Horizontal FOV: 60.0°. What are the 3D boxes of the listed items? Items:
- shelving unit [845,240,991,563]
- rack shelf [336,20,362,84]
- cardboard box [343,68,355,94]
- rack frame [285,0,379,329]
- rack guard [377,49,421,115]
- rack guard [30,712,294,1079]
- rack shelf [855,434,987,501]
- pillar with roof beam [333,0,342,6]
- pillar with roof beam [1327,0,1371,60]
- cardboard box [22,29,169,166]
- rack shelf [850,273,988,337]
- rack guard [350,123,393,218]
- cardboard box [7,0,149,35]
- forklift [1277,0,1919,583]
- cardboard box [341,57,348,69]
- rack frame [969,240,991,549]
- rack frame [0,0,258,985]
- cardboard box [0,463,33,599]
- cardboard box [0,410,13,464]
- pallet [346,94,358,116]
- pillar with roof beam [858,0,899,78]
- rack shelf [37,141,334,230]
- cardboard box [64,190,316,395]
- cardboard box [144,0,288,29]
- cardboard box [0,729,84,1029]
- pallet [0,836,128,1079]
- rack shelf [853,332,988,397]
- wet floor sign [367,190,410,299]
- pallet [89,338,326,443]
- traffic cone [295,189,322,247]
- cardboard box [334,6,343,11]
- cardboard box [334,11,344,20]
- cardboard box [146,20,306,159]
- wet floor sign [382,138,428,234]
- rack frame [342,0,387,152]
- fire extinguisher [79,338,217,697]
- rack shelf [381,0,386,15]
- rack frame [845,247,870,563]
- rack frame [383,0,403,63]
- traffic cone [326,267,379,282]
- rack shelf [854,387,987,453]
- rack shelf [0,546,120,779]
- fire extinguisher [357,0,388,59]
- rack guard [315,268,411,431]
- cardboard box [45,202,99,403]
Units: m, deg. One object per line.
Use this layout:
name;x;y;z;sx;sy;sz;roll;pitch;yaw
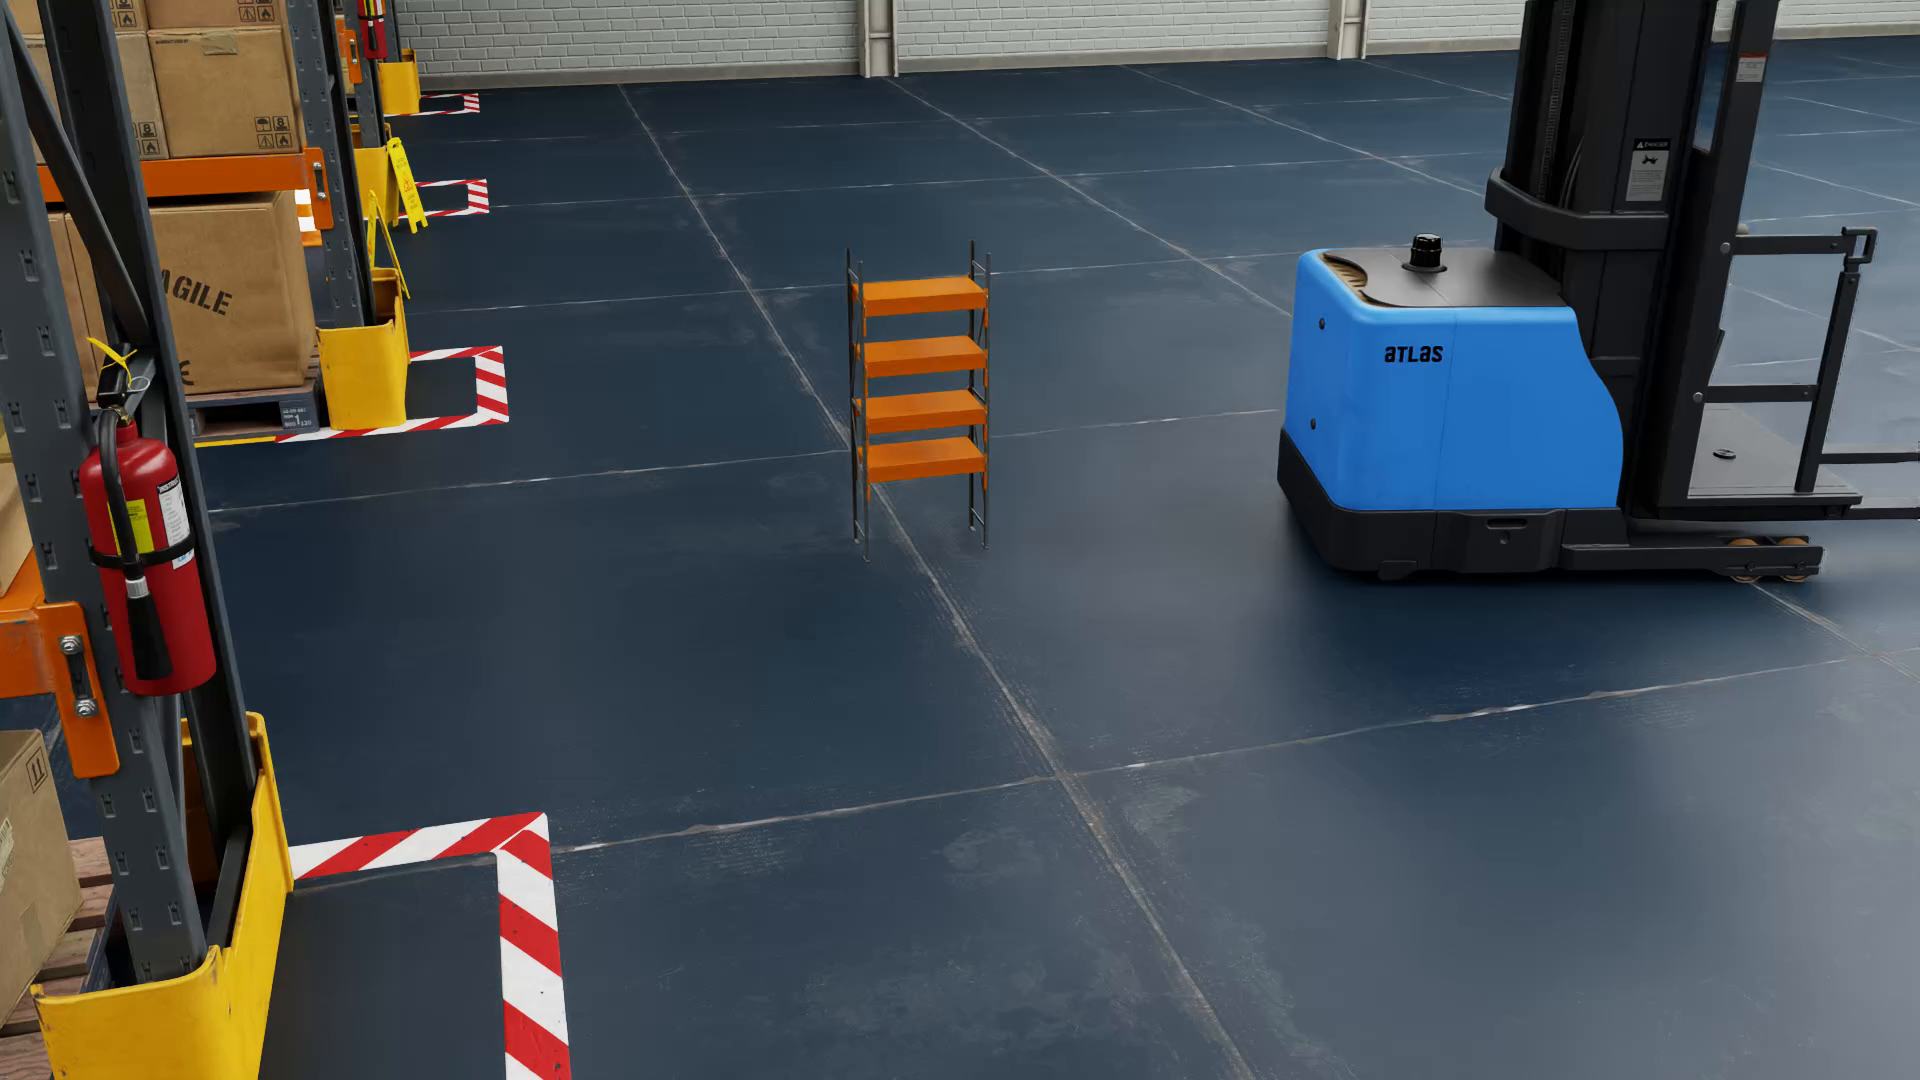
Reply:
shelving unit;-0.159;-0.534;6.472;0.503;1.200;0.258;-6;24;-14
rack shelf;-6.388;-3.456;11.912;4.000;0.370;1.077;-6;24;-14
cardboard box;-6.173;-4.643;16.721;0.500;0.250;0.500;-6;24;-14
rack frame;-3.027;-2.131;7.912;0.127;3.000;1.000;-6;24;-14
rack guard;-5.783;-4.737;17.157;0.348;0.500;1.175;-6;24;-14
rack guard;-1.858;0.920;3.972;0.348;0.500;1.175;-6;24;-14
rack shelf;-0.159;-0.289;6.577;0.480;0.148;0.258;-6;24;-14
pillar with roof beam;-5.557;-7.274;12.290;0.400;9.000;9.100;-6;24;-14
pillar with roof beam;5.997;-8.552;15.269;0.400;9.000;9.100;-6;24;-14
cardboard box;-3.896;-2.076;7.594;0.550;0.550;0.875;-6;24;-14
rack shelf;-0.159;-0.895;6.317;0.480;0.148;0.258;-6;24;-14
rack guard;-4.535;-2.843;12.741;0.348;0.500;1.175;-6;24;-14
cardboard box;-3.900;-2.578;7.394;0.550;0.550;0.875;-6;24;-14
forklift;2.895;-1.391;6.274;3.031;2.935;1.130;-1;23;-2
cardboard box;-6.191;-4.872;16.621;0.500;0.250;0.500;-7;24;-15
rack frame;0.076;-0.560;6.533;0.015;1.200;0.240;-6;24;-14
rack frame;-1.785;-0.237;3.498;0.127;3.000;1.000;-6;24;-14
cardboard box;-2.004;-0.013;3.294;0.250;0.149;0.380;-6;24;-14
cardboard box;-2.124;-0.182;3.688;0.250;0.149;0.380;-6;24;-14
pallet;-6.531;-4.505;16.981;1.213;0.211;1.003;-6;24;-14
pillar with roof beam;0.220;-7.913;13.780;0.400;9.000;9.100;-6;24;-14
rack shelf;-4.953;-1.587;7.557;4.000;0.370;1.077;-6;24;-14
cardboard box;-3.663;-1.250;8.021;0.875;0.875;0.875;-6;24;-14
cardboard box;-3.395;-2.671;7.612;0.550;0.550;0.875;-6;24;-14
cardboard box;-2.391;0.779;3.768;0.500;0.500;0.500;-2;23;-5
pallet;-2.650;1.126;3.859;1.213;0.211;1.003;-6;24;-14
rack shelf;-0.159;-0.677;6.411;0.480;0.148;0.258;-6;24;-14
wet floor sign;-3.534;-1.804;10.135;0.232;0.644;0.267;-11;25;-23
pallet;-3.776;-0.735;8.194;1.213;0.211;1.003;-6;24;-14
traffic cone;-4.527;-2.298;11.519;0.334;0.463;0.336;-6;24;-14
cardboard box;-6.320;-5.293;16.968;0.500;0.250;0.500;-7;24;-15
cardboard box;-6.165;-5.105;16.530;0.500;0.250;0.500;-5;24;-13
cardboard box;-3.373;-2.143;7.750;0.550;0.550;0.875;-6;24;-14
wet floor sign;-3.990;-2.531;11.831;0.232;0.644;0.267;2;23;4
rack frame;-4.462;-3.999;12.267;0.127;3.000;1.000;-6;24;-14
fire extinguisher;-1.550;-0.039;3.134;0.183;0.674;0.296;-6;24;-14
rack shelf;-7.732;-5.340;16.303;4.000;0.370;1.077;-6;24;-14
rack frame;-0.394;-0.508;6.412;0.015;1.200;0.240;-6;24;-14
rack frame;-5.806;-5.884;16.658;0.127;3.000;1.000;-6;24;-14
traffic cone;-3.900;-1.913;10.621;0.334;0.463;0.336;-6;24;-14
rack shelf;-0.159;-0.472;6.499;0.480;0.148;0.258;-6;24;-14
rack shelf;-3.711;0.307;3.144;4.000;0.370;1.077;-6;24;-14
fire extinguisher;-4.227;-3.801;11.903;0.183;0.674;0.296;-6;24;-14
rack guard;-3.004;-0.985;8.411;0.348;0.500;1.175;-6;24;-14
cardboard box;-4.509;-1.156;7.801;0.875;0.875;0.875;-7;24;-15
